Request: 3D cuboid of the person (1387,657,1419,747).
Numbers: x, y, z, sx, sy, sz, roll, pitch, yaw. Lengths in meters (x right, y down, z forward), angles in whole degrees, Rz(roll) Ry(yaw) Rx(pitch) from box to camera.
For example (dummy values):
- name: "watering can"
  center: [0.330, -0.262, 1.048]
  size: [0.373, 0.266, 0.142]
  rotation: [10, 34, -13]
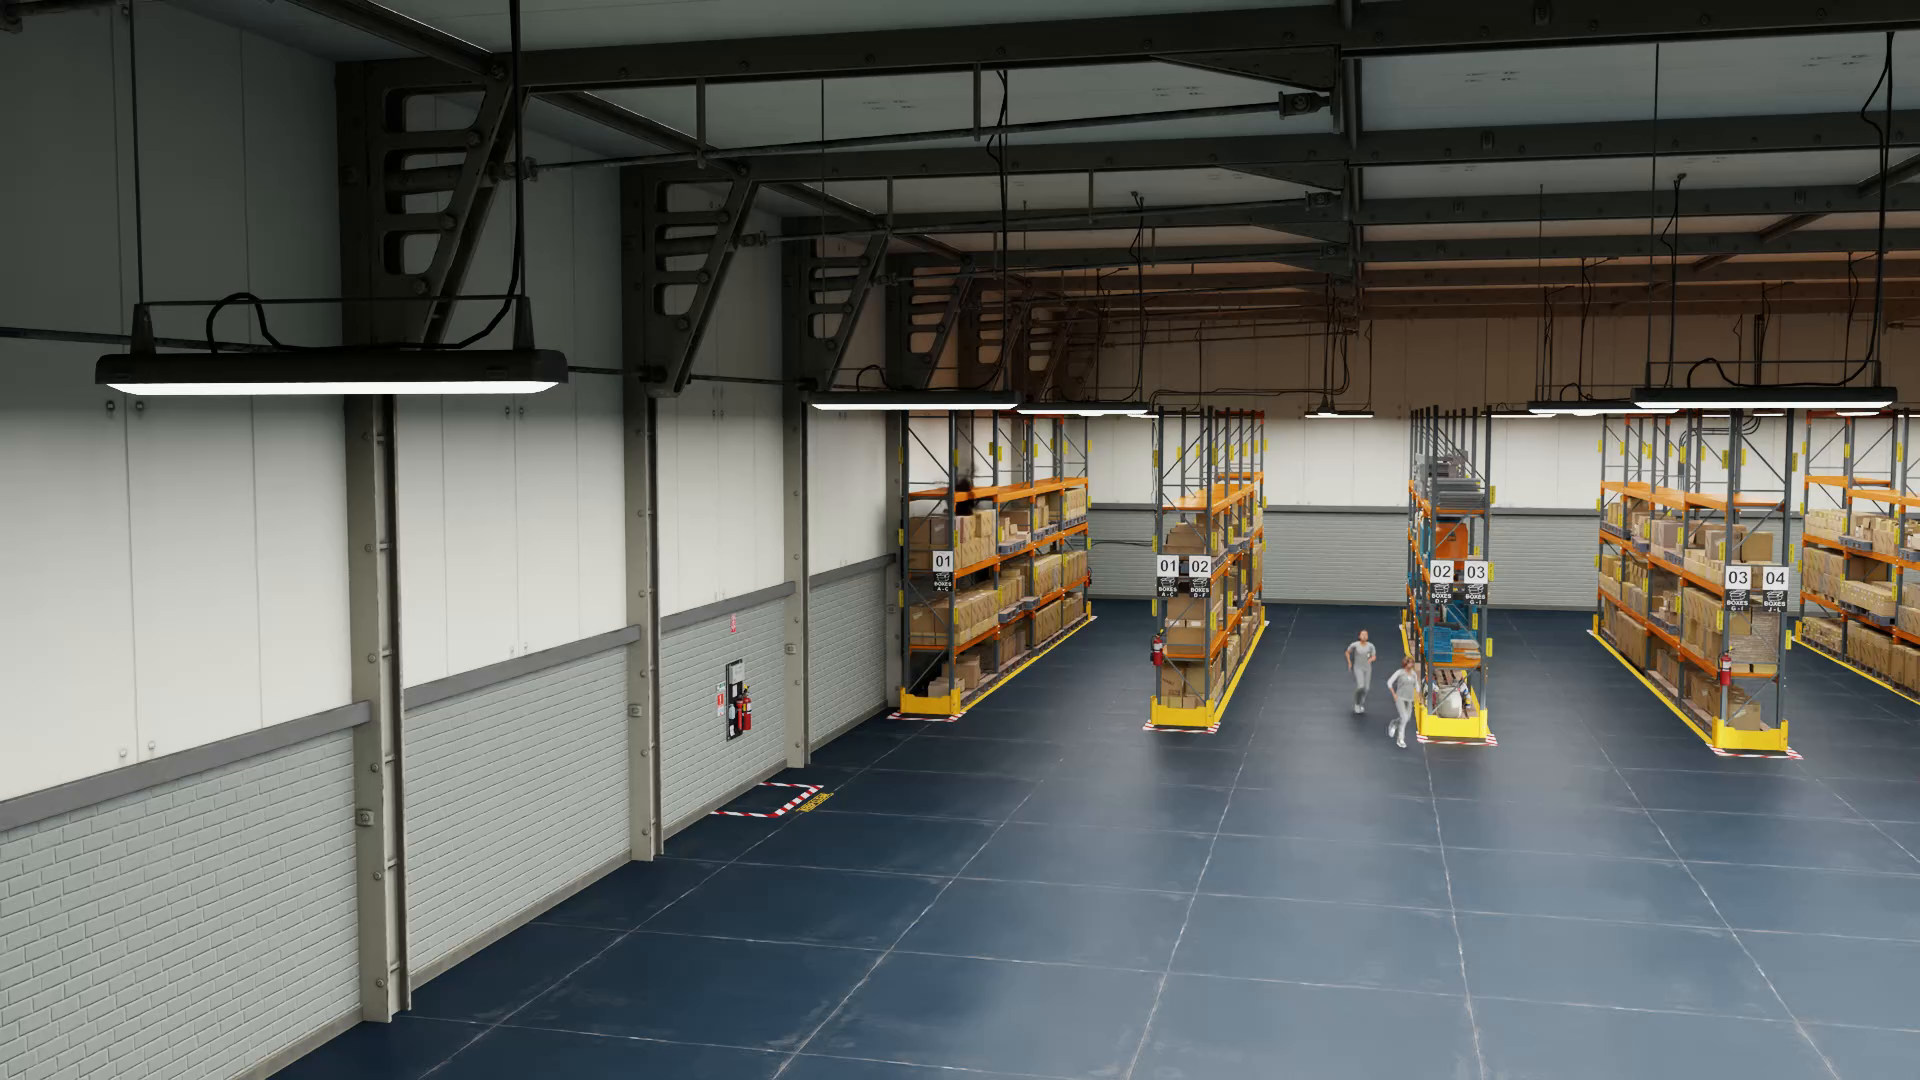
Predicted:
- name: "person"
  center: [7.848, 2.845, 29.460]
  size: [0.586, 1.569, 0.621]
  rotation: [-1, 4, -17]

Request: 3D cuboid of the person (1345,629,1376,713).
- name: "person"
  center: [7.852, 2.555, 32.468]
  size: [0.541, 1.642, 0.660]
  rotation: [0, 4, -3]
